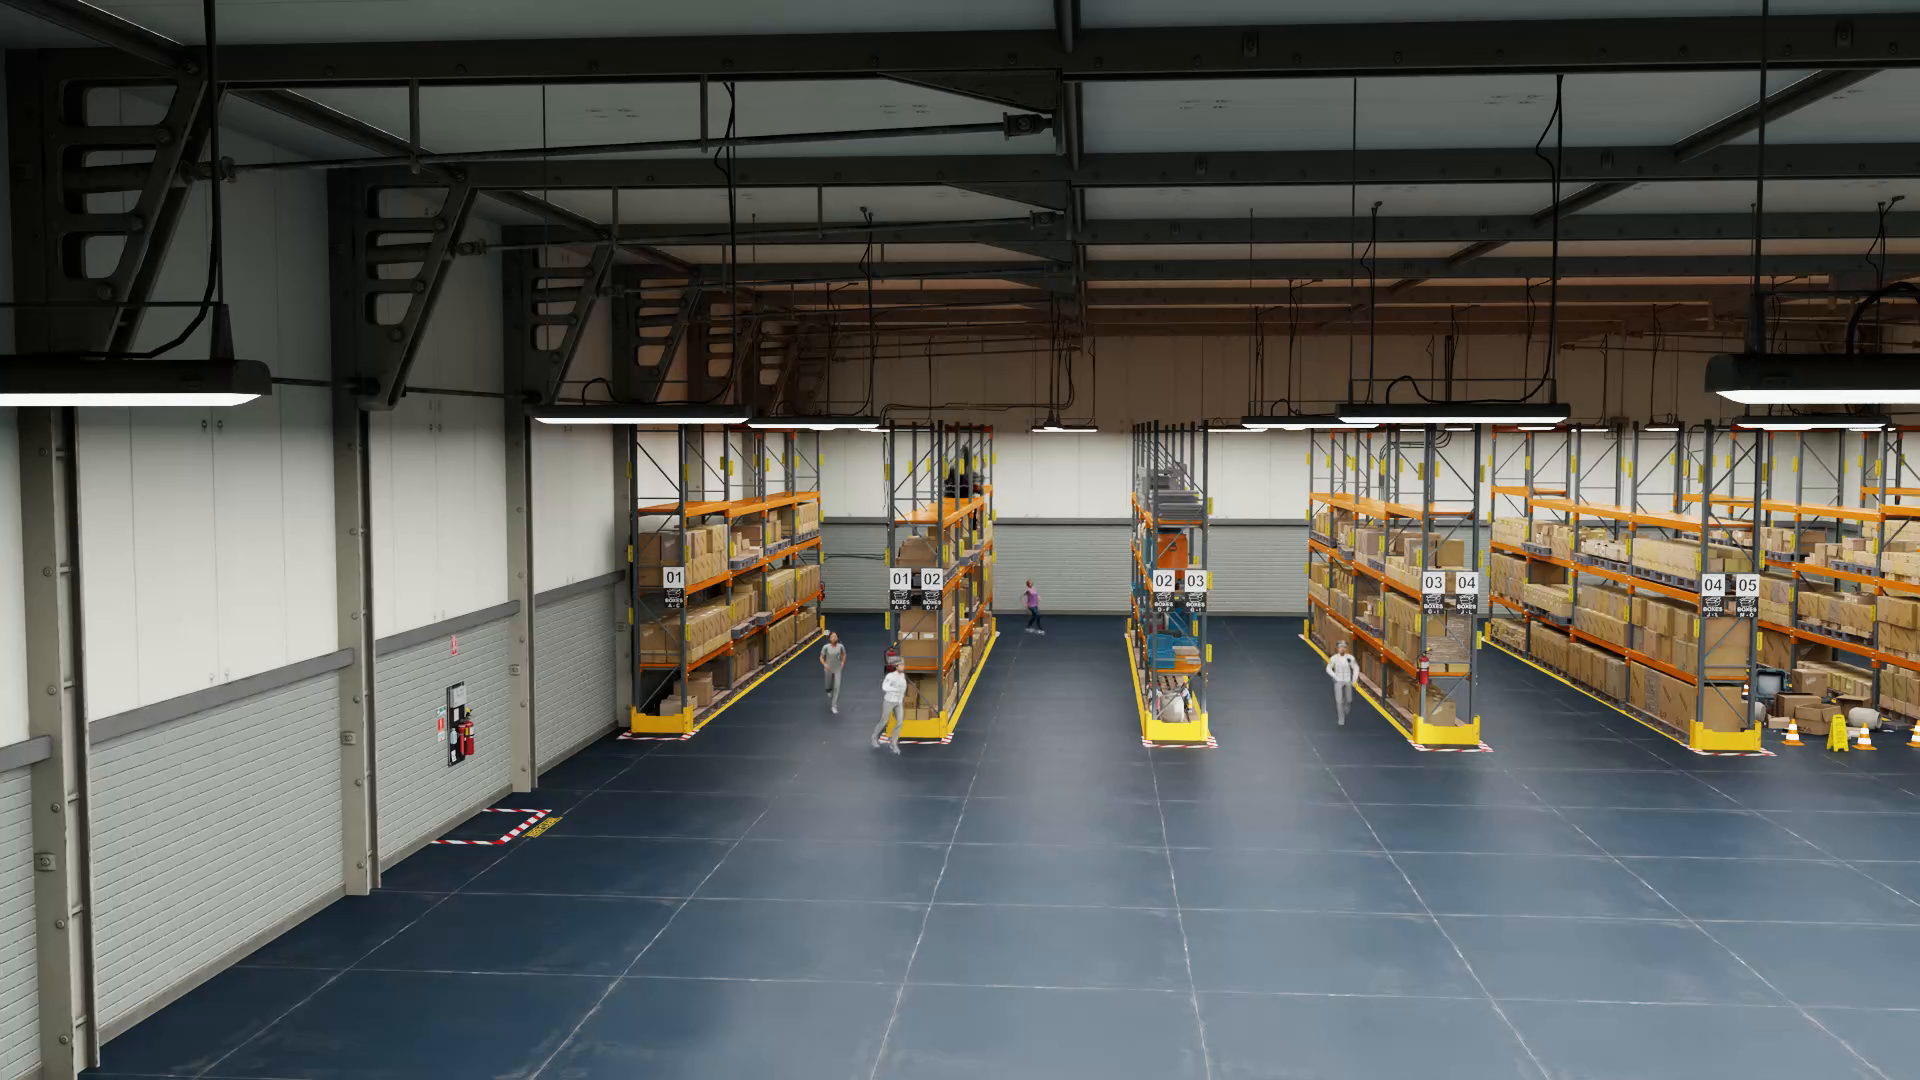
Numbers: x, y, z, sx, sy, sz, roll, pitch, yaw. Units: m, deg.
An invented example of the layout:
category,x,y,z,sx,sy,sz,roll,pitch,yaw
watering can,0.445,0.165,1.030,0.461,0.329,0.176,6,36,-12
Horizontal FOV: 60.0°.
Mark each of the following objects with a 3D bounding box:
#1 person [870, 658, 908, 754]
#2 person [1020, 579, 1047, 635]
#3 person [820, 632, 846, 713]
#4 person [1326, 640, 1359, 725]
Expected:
category,x,y,z,sx,sy,sz,roll,pitch,yaw
person,-1.192,2.978,30.211,0.628,1.702,0.794,-3,5,-40
person,2.120,1.920,47.672,0.759,1.584,0.572,3,4,35
person,-2.643,2.752,34.673,0.547,1.613,0.997,0,4,-5
person,7.597,2.817,33.022,0.652,1.666,0.580,0,4,5
